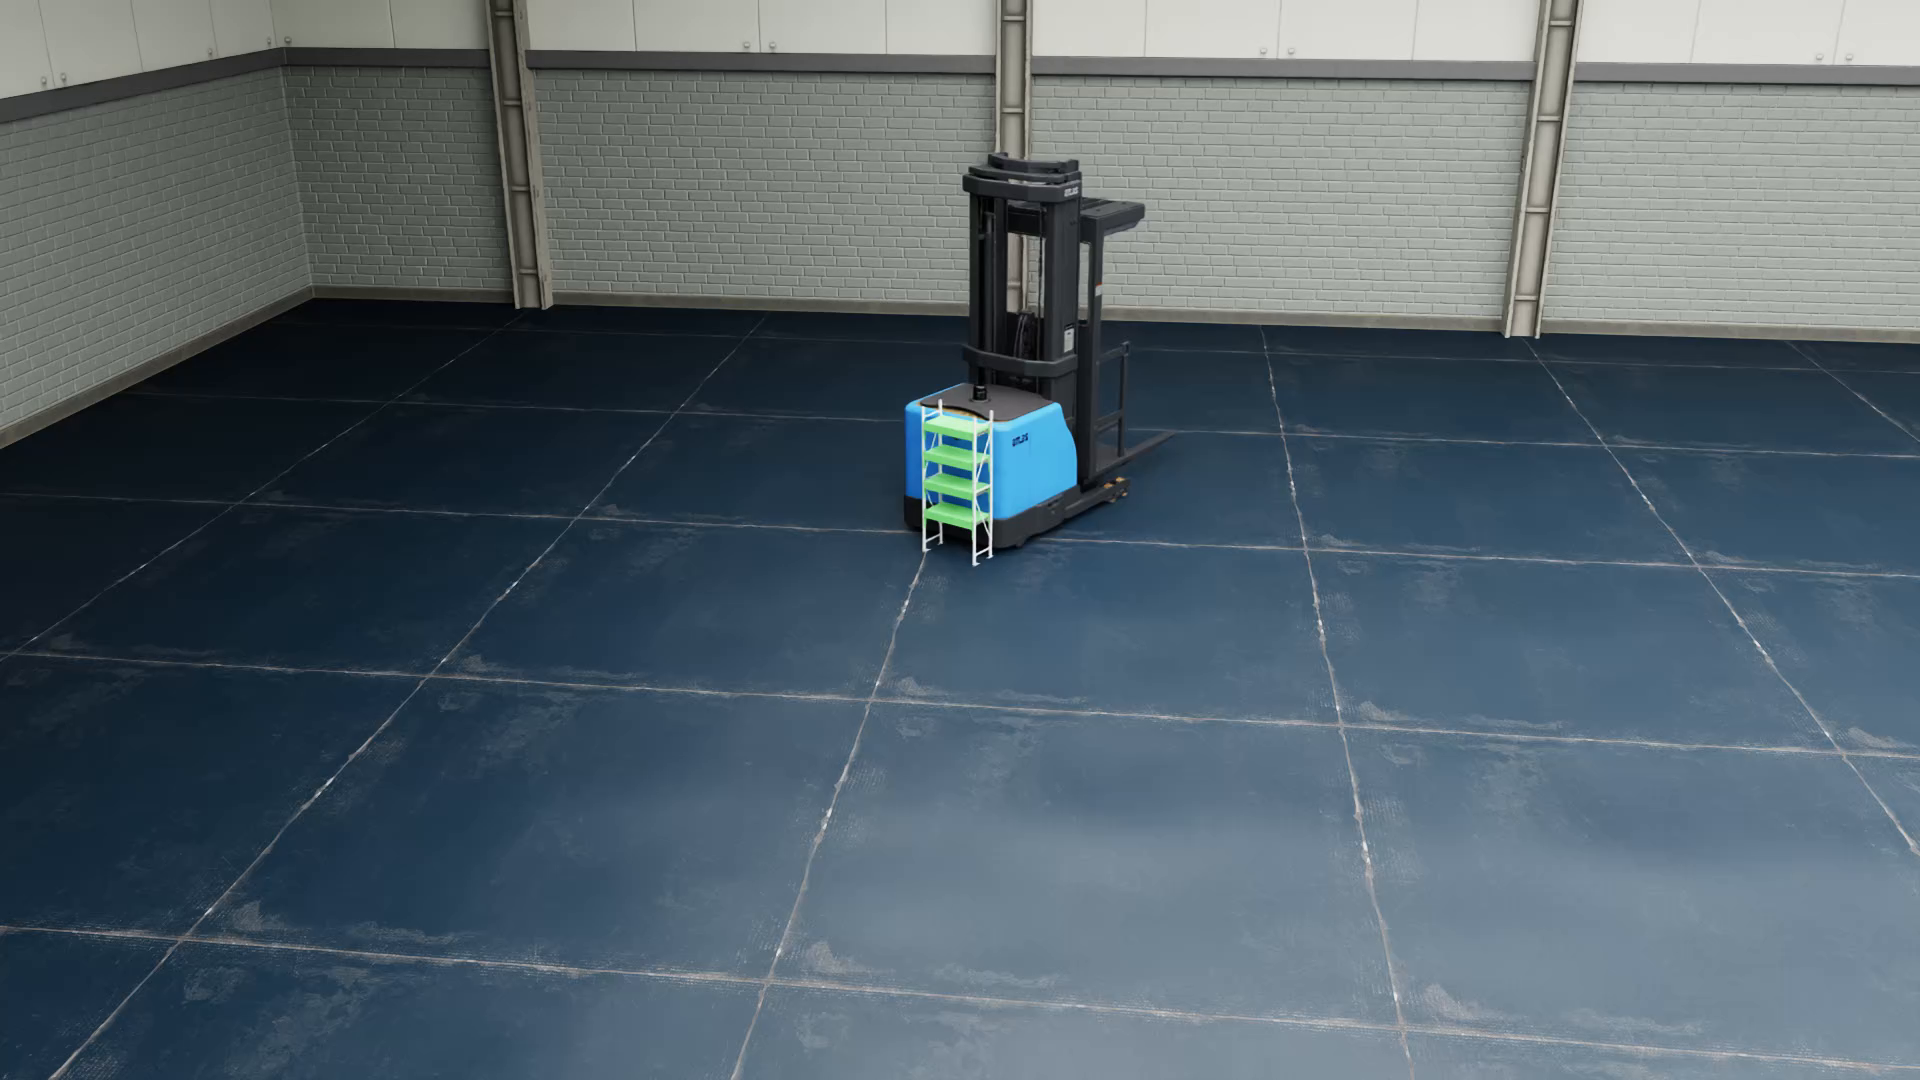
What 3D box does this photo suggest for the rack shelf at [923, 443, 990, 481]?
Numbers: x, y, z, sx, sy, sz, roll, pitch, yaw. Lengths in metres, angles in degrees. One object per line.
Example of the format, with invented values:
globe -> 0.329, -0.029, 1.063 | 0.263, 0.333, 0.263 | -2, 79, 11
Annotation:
rack shelf -> -0.021, -0.608, 12.866 | 0.480, 0.148, 0.258 | 15, 26, 33

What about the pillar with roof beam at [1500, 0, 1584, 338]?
pillar with roof beam -> 6.073, -5.028, 13.919 | 0.400, 9.000, 9.100 | 2, 22, 6

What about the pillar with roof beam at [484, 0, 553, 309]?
pillar with roof beam -> -5.843, -5.547, 15.232 | 0.400, 9.000, 9.100 | 2, 22, 6

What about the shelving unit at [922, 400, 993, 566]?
shelving unit -> -0.021, -0.444, 12.930 | 0.503, 1.200, 0.258 | 15, 26, 33

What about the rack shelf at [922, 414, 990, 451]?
rack shelf -> -0.021, -0.831, 12.777 | 0.480, 0.148, 0.258 | 15, 26, 33

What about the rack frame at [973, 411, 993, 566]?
rack frame -> 0.176, -0.391, 12.796 | 0.015, 1.200, 0.240 | 15, 26, 33

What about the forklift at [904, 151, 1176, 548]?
forklift -> 0.826, -1.777, 13.949 | 1.130, 2.935, 3.031 | 15, 26, 34

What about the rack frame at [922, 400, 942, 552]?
rack frame -> -0.218, -0.497, 13.064 | 0.015, 1.200, 0.240 | 15, 26, 33

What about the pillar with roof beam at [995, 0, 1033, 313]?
pillar with roof beam -> 0.115, -5.288, 14.575 | 0.400, 9.000, 9.100 | 2, 22, 6

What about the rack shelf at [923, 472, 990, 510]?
rack shelf -> -0.021, -0.384, 12.954 | 0.480, 0.148, 0.258 | 15, 26, 33

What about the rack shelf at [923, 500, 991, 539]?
rack shelf -> -0.021, -0.161, 13.042 | 0.480, 0.148, 0.258 | 15, 26, 33
